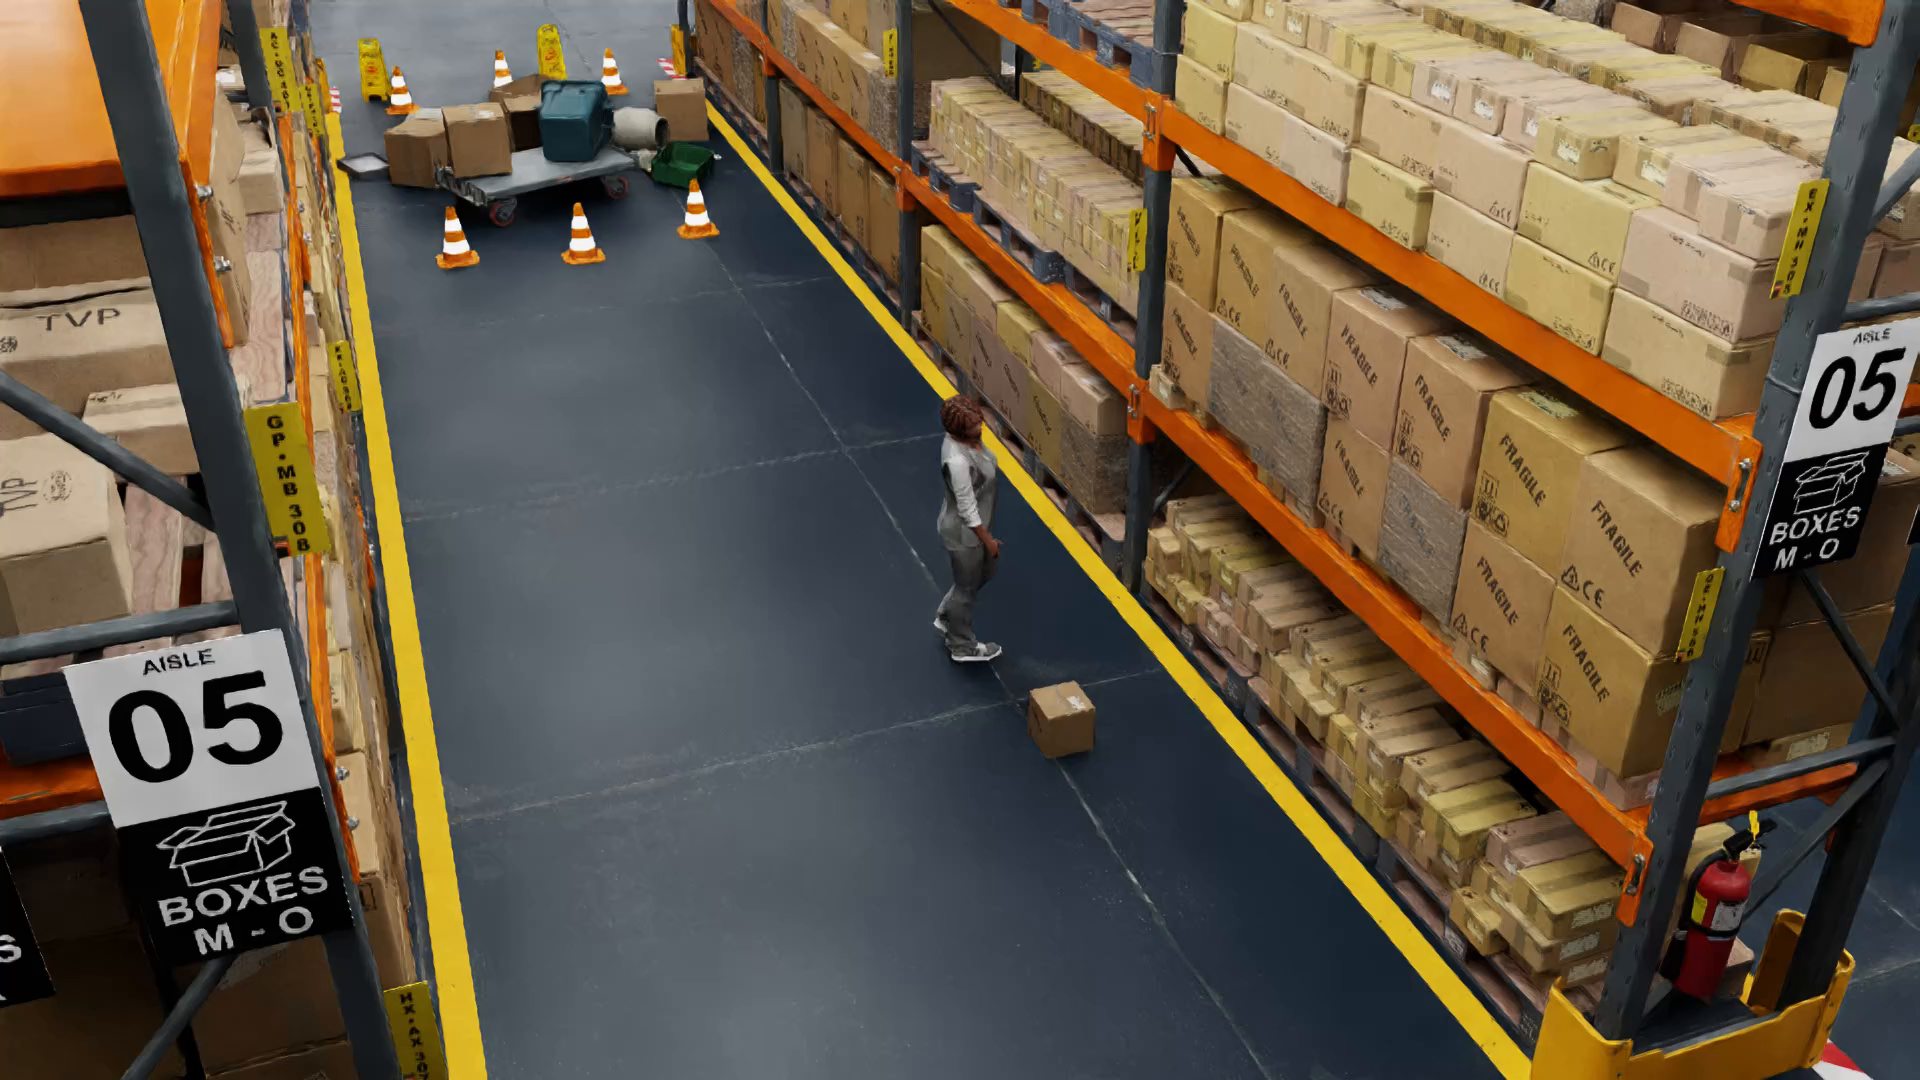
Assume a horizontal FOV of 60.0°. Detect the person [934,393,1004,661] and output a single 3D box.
[{"bbox_3d":[0.039,-0.052,8.447,0.375,1.615,0.507,2,30,3],"label":"person"}]
